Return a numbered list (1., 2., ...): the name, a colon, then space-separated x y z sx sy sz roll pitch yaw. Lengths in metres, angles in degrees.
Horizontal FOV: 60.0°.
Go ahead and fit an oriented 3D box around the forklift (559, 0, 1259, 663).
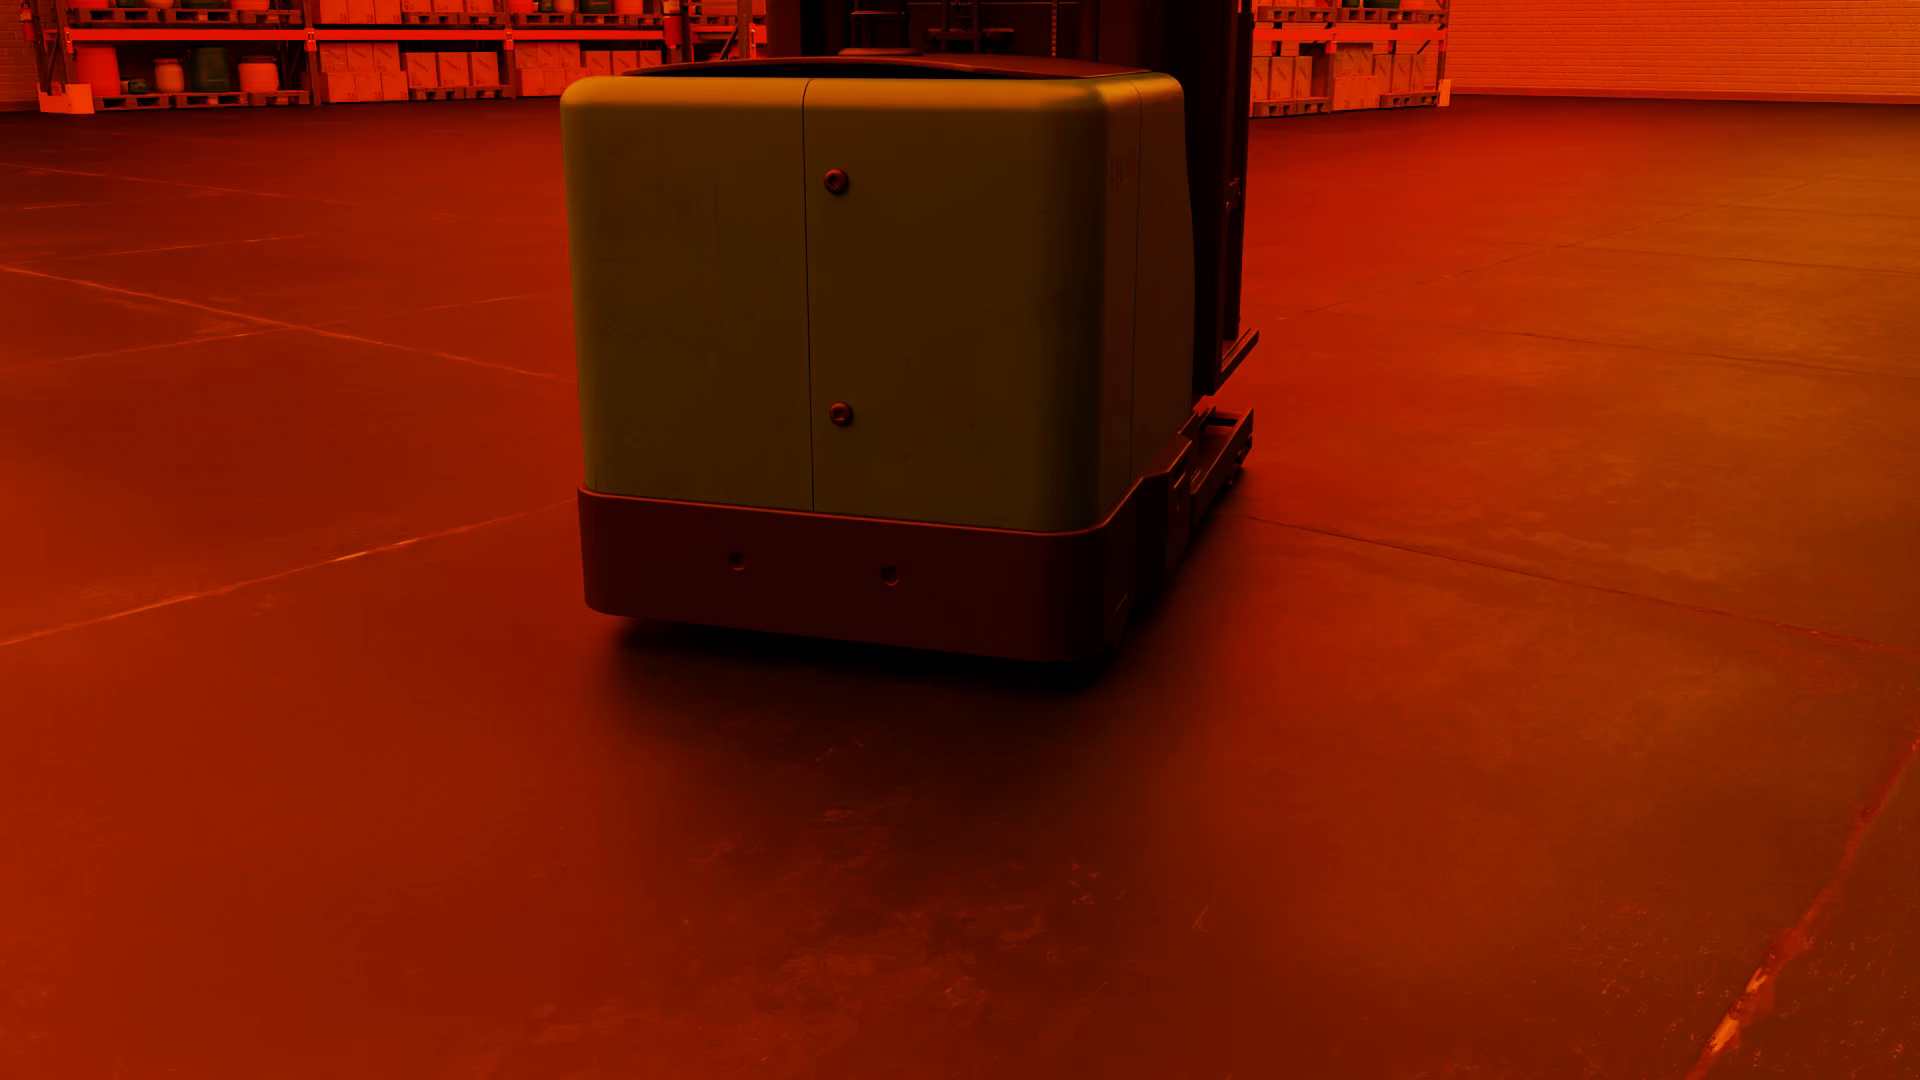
1. forklift: 0.182 -1.571 4.072 1.130 2.935 3.031 5 18 17
